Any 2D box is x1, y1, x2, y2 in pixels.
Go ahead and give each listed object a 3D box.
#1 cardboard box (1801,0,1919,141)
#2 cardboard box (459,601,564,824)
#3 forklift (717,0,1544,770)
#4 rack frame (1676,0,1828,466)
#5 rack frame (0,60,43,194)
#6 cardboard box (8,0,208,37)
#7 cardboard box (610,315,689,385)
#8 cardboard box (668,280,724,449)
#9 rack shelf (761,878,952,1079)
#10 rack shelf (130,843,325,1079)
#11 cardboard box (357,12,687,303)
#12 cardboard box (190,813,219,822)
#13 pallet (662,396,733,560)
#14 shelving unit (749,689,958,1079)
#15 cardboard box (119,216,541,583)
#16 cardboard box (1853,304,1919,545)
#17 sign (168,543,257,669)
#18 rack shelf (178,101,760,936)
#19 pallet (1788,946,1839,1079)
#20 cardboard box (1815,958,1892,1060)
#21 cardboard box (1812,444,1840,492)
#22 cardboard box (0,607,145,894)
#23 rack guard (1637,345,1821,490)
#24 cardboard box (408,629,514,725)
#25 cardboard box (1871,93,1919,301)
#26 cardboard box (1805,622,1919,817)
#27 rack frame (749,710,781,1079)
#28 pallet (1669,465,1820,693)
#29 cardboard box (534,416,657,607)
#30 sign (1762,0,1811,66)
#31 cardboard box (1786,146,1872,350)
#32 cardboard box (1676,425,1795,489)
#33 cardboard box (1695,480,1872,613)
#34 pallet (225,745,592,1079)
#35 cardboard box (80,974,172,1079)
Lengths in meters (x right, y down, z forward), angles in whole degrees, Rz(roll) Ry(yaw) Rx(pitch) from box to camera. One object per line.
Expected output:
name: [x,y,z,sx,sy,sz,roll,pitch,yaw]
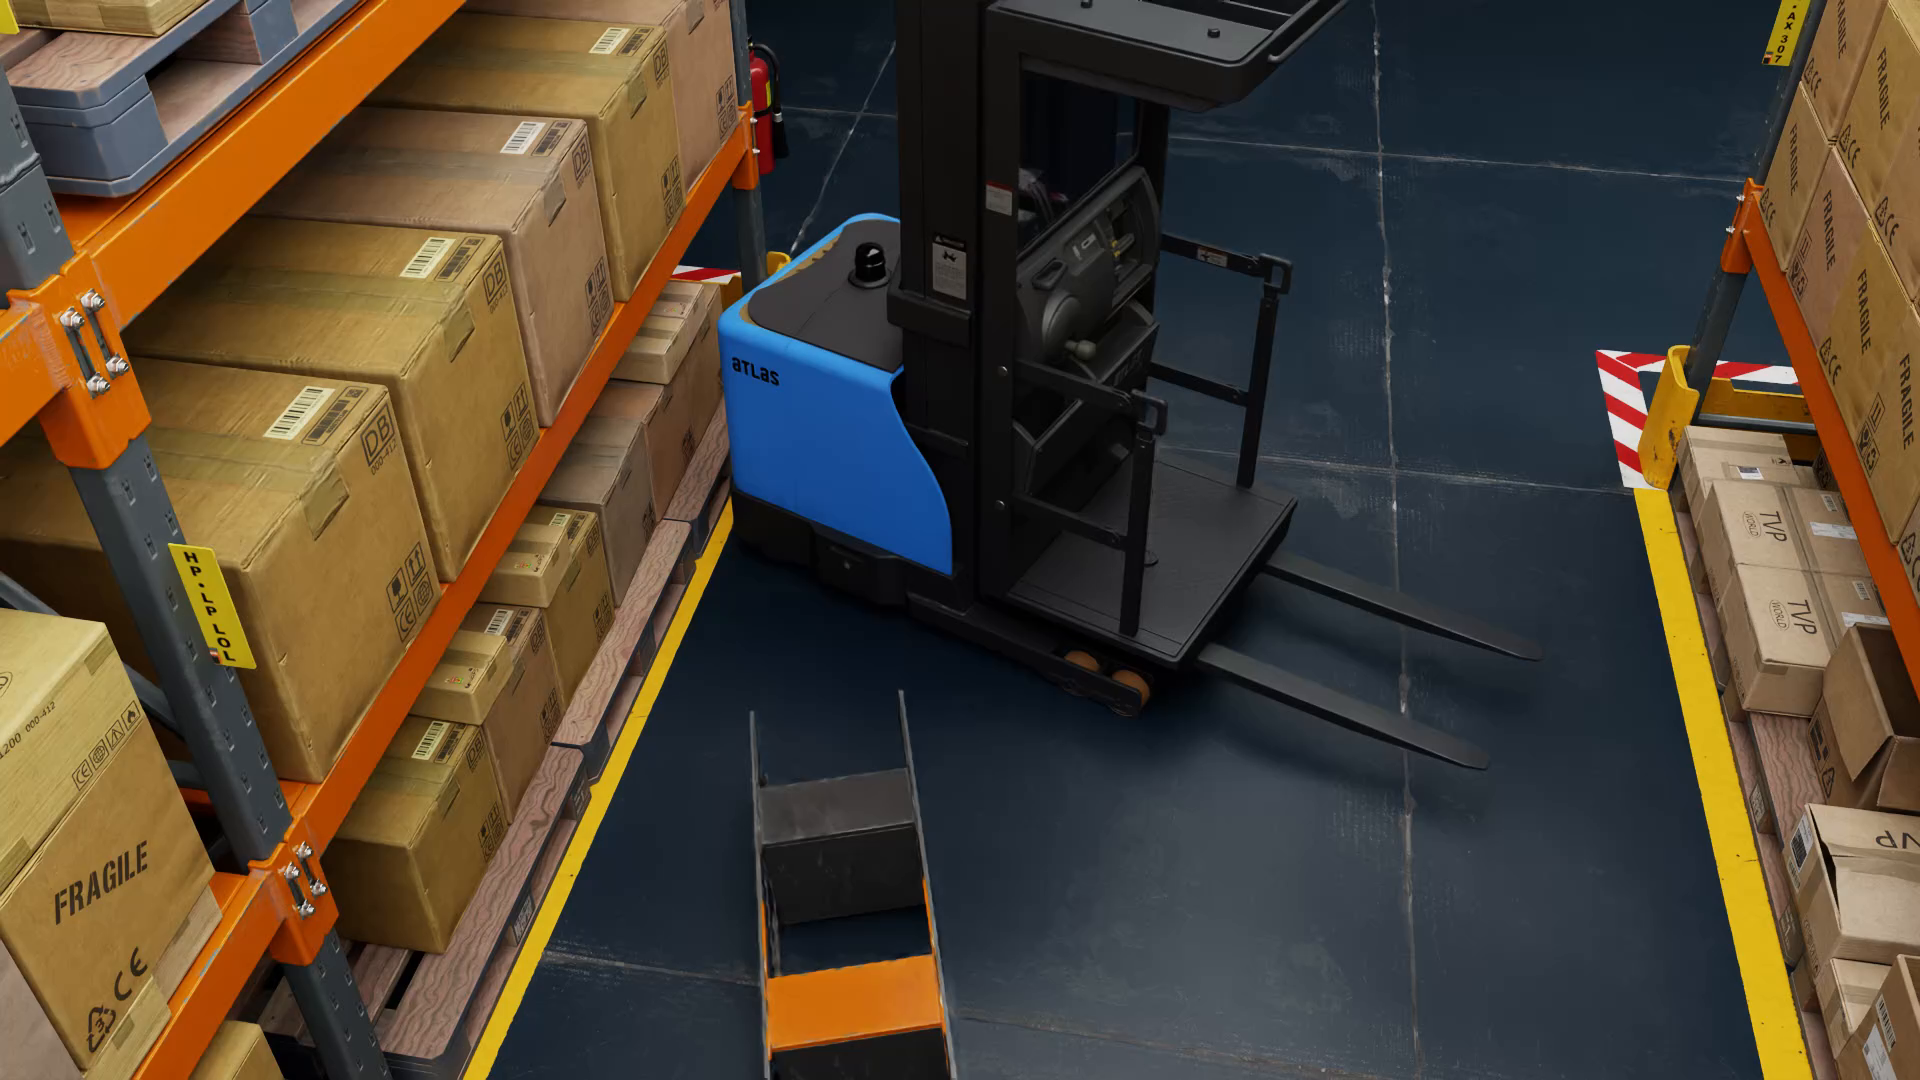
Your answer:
cardboard box: [3.178,-1.641,5.518,0.500,0.500,0.500,8,40,9]
cardboard box: [-1.737,0.529,5.389,0.700,0.500,0.500,6,40,7]
forklift: [0.618,-0.885,5.521,3.031,2.935,1.130,21,44,24]
rack frame: [3.514,-1.467,6.170,1.000,3.000,0.127,6,40,8]
rack frame: [-2.058,-1.812,1.880,1.000,3.000,0.127,6,40,8]
cardboard box: [-1.678,-1.203,3.207,0.500,0.250,0.500,6,40,8]
cardboard box: [-1.274,-0.747,6.423,0.380,0.149,0.250,7,40,9]
cardboard box: [-1.388,-0.759,6.946,0.700,0.500,0.500,6,40,8]
rack shelf: [-0.291,1.336,4.755,0.480,0.431,0.518,-8,41,-3]
rack shelf: [-2.404,2.032,2.502,1.077,0.370,4.000,6,40,8]
cardboard box: [-1.559,-1.347,5.790,0.980,0.700,0.700,6,40,7]
cardboard box: [-2.048,0.663,4.718,0.380,0.149,0.250,6,40,7]
pallet: [-1.427,-0.425,7.099,1.003,0.211,1.213,6,40,8]
shelving unit: [-0.289,1.345,4.745,0.503,0.431,2.100,-8,41,-3]
cardboard box: [-1.816,-0.412,4.659,0.980,0.700,0.700,5,40,7]
cardboard box: [2.916,-0.303,4.684,0.500,0.500,0.500,7,40,8]
sign: [-1.521,0.138,3.383,0.100,0.325,0.005,6,40,8]
rack shelf: [-1.711,-0.478,5.539,1.077,0.370,4.000,6,40,8]
pallet: [2.942,1.688,4.543,1.003,0.211,1.213,6,40,8]
cardboard box: [2.647,1.342,4.665,0.380,0.149,0.250,6,40,8]
cardboard box: [3.663,-0.304,6.380,0.500,0.500,0.500,6,40,8]
cardboard box: [-1.886,0.371,3.031,0.500,0.250,0.500,7,40,9]
rack guard: [3.501,-0.455,6.909,1.175,0.500,0.348,6,40,8]
cardboard box: [-1.588,0.399,5.037,0.380,0.149,0.250,8,40,9]
cardboard box: [3.003,-0.999,4.741,0.500,0.500,0.500,7,40,8]
cardboard box: [3.142,0.657,5.215,0.797,0.503,0.637,6,40,8]
rack frame: [-0.530,1.378,4.733,0.015,0.400,2.100,-8,41,-3]
pallet: [3.364,0.156,6.395,1.003,0.211,1.213,6,40,8]
cardboard box: [-1.561,-0.129,6.184,0.700,0.500,0.500,5,40,6]
sign: [2.980,-1.860,5.966,0.100,0.325,0.005,6,40,8]
cardboard box: [3.094,-0.931,5.444,0.500,0.500,0.500,6,40,7]
cardboard box: [3.103,-0.312,6.666,0.380,0.149,0.250,6,40,8]
cardboard box: [3.054,0.047,6.151,0.500,0.250,0.500,6,40,8]
pallet: [-1.849,1.106,5.247,1.003,0.211,1.213,6,40,8]
cardboard box: [-1.858,0.993,3.376,0.380,0.149,0.250,7,40,8]
